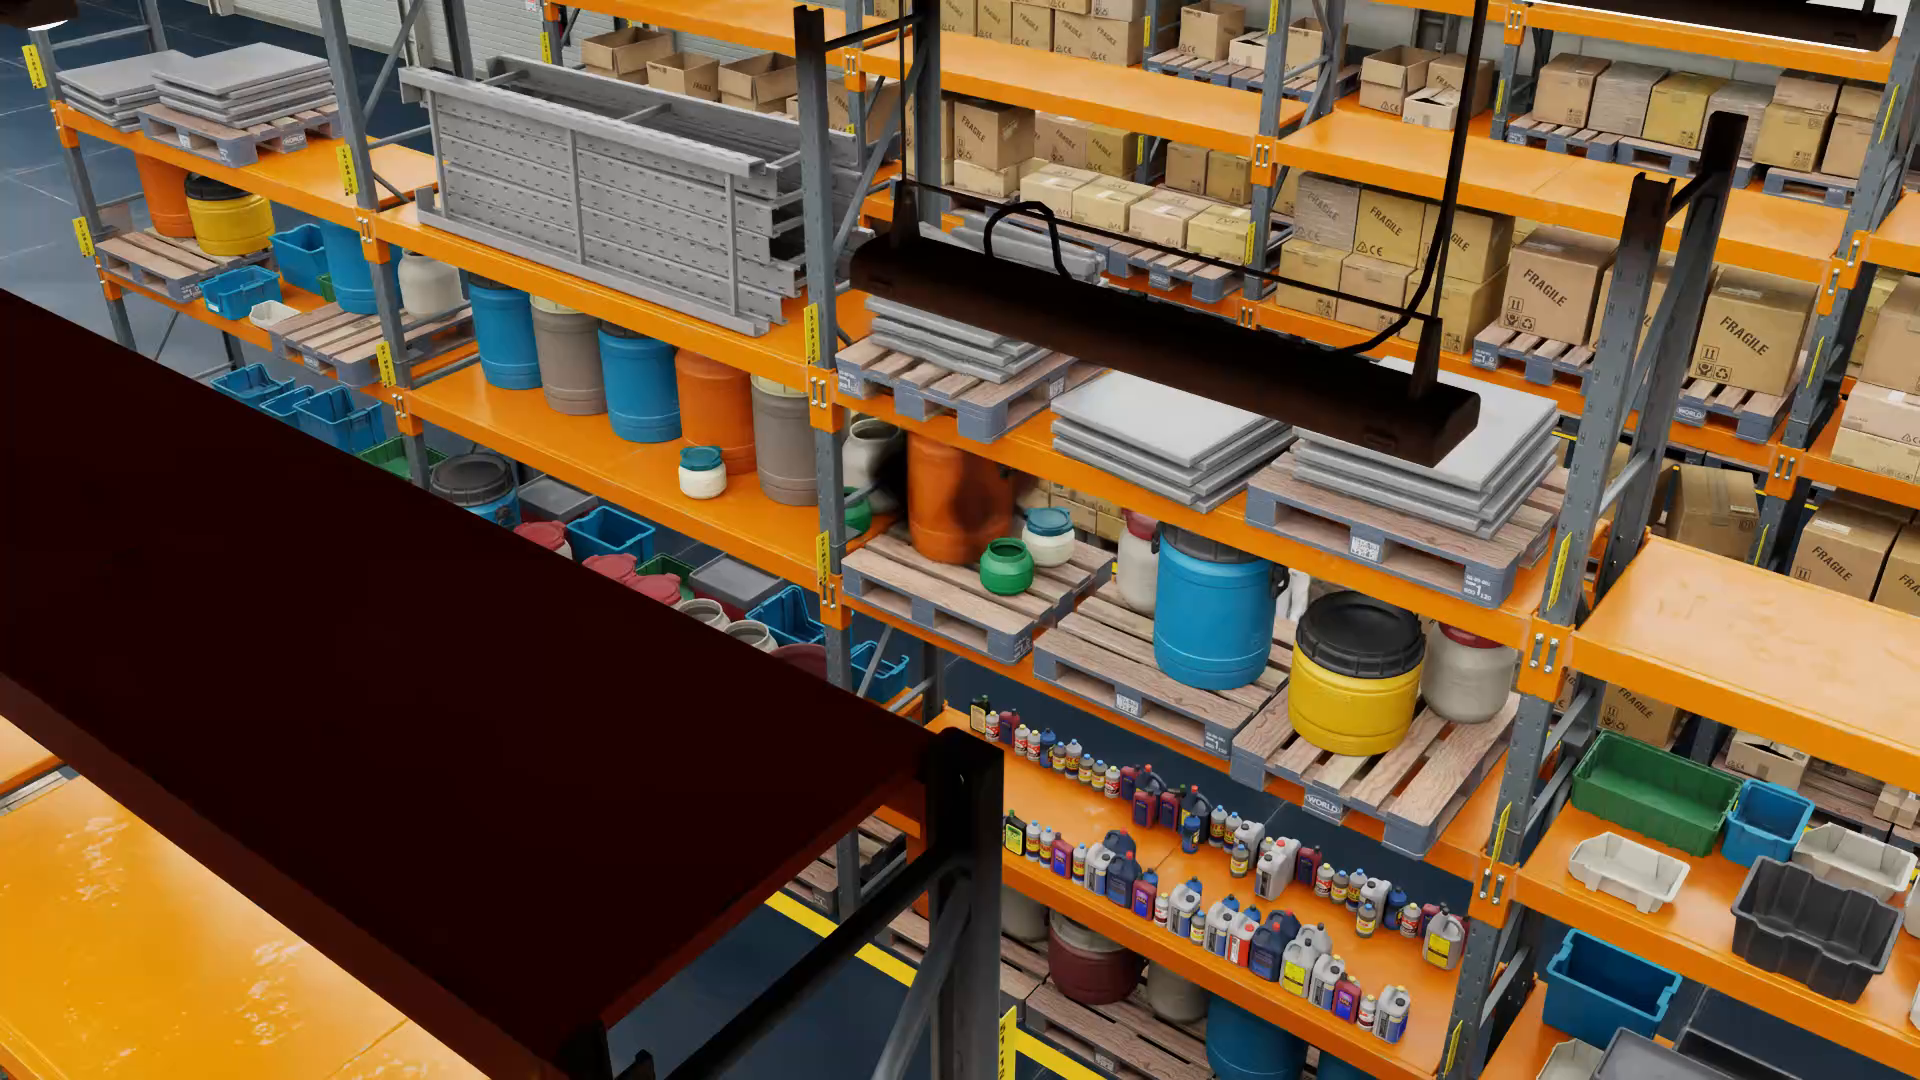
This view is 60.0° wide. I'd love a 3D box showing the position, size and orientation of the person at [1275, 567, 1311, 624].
[{"bbox_3d":[2.287,0.584,12.622,0.672,1.767,0.589,1,31,1],"label":"person"}]
